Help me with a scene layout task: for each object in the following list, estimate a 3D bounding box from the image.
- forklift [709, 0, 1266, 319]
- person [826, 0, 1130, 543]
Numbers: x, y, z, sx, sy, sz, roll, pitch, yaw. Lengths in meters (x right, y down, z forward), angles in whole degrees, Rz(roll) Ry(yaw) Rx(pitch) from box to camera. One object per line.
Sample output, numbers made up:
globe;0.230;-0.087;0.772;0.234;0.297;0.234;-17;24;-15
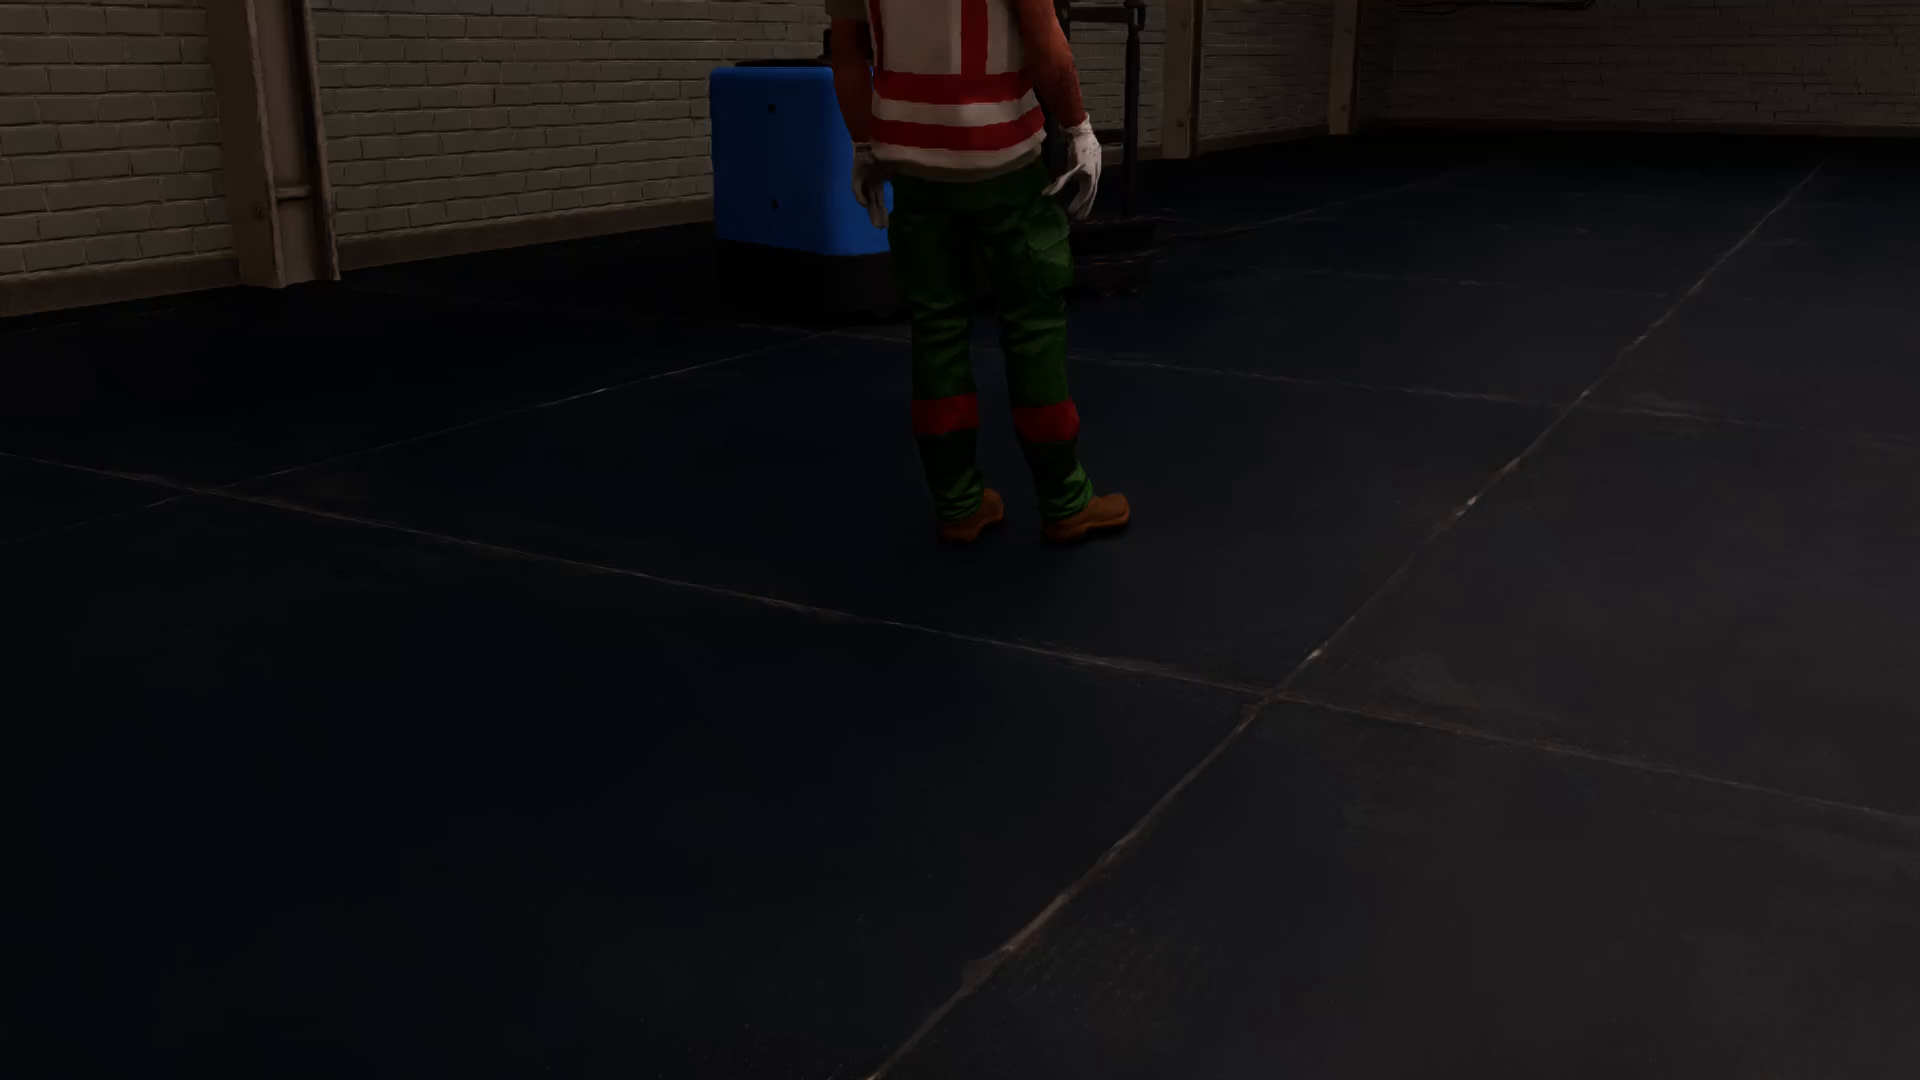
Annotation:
forklift;0.298;-2.686;7.973;3.031;2.935;1.130;-14;21;-39
person;0.049;-0.883;3.848;0.637;1.787;0.563;9;19;28
